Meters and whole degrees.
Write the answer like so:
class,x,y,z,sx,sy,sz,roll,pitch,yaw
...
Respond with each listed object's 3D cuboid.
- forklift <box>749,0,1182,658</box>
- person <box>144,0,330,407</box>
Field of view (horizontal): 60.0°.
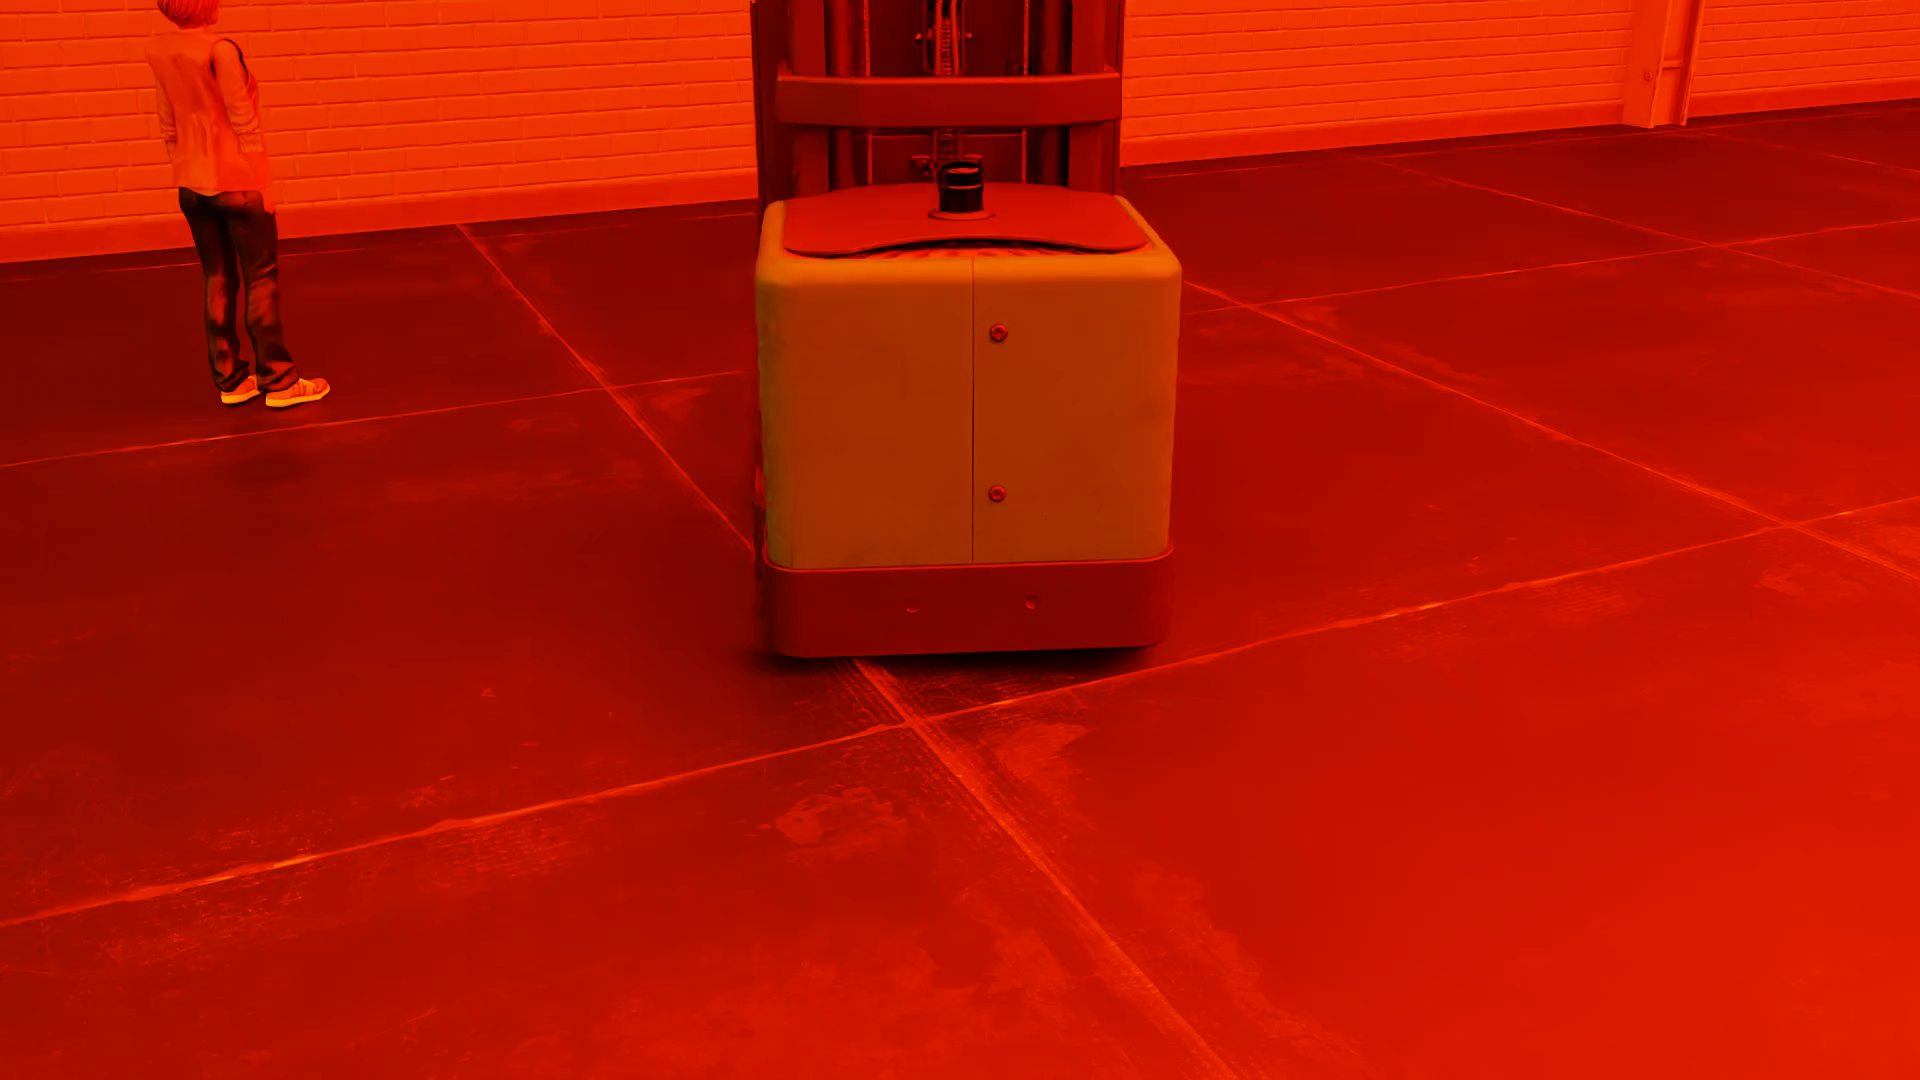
class,x,y,z,sx,sy,sz,roll,pitch,yaw
forklift,-0.085,-1.580,5.089,1.130,2.935,3.031,-2,23,-4
person,-2.681,-1.275,6.093,0.411,1.602,0.331,7,24,17
